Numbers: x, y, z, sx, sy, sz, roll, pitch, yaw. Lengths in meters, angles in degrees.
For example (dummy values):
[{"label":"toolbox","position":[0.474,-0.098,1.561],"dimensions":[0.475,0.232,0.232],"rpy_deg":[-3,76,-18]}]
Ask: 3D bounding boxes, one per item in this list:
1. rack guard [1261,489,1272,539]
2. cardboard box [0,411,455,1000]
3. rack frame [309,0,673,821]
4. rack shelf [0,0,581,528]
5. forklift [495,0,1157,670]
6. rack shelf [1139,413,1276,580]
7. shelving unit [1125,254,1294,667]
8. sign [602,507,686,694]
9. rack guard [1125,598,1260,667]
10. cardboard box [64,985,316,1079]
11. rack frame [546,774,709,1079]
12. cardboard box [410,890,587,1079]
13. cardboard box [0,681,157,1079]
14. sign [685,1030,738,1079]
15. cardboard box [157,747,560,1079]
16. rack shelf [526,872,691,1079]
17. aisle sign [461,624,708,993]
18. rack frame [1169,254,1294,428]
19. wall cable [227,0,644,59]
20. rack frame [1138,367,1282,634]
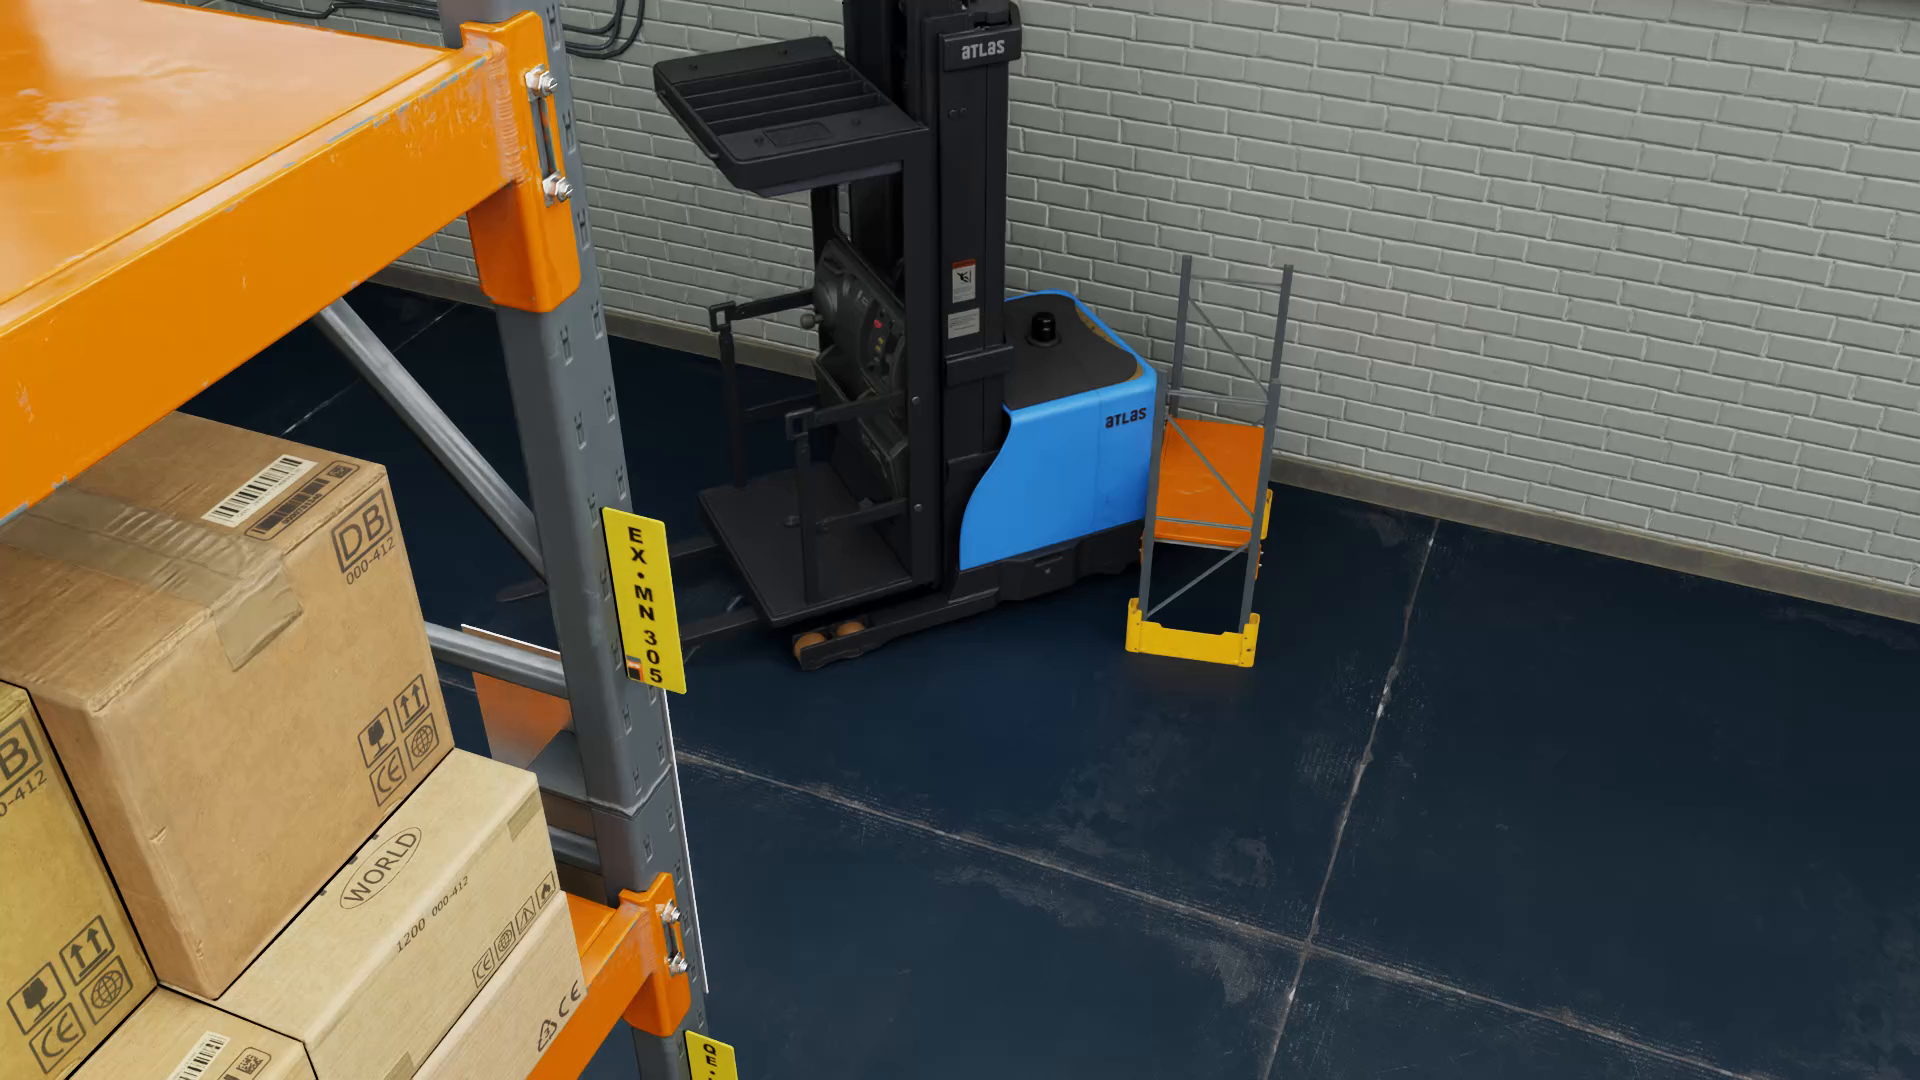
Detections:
[{"label":"rack guard","position":[1.259,-0.162,8.360],"dimensions":[0.587,0.250,0.087],"rpy_deg":[7,37,9]},{"label":"cardboard box","position":[-1.154,0.160,2.208],"dimensions":[0.700,0.500,0.500],"rpy_deg":[14,39,18]},{"label":"rack frame","position":[-0.973,-0.890,2.025],"dimensions":[1.000,3.000,0.127],"rpy_deg":[14,39,18]},{"label":"rack shelf","position":[-1.734,0.507,0.760],"dimensions":[1.077,0.370,4.000],"rpy_deg":[14,39,18]},{"label":"forklift","position":[-0.624,-0.947,7.170],"dimensions":[3.031,2.935,1.130],"rpy_deg":[-16,40,-20]},{"label":"rack shelf","position":[1.156,-0.222,7.696],"dimensions":[0.538,0.185,1.000],"rpy_deg":[7,37,9]},{"label":"shelving unit","position":[1.158,-0.371,7.595],"dimensions":[0.587,1.500,1.083],"rpy_deg":[7,37,9]},{"label":"sign","position":[-0.468,0.095,2.474],"dimensions":[0.100,0.325,0.005],"rpy_deg":[14,39,18]},{"label":"rack guard","position":[1.056,0.421,7.579],"dimensions":[0.587,0.250,0.087],"rpy_deg":[7,37,9]},{"label":"cardboard box","position":[-1.123,0.791,1.990],"dimensions":[0.500,0.250,0.500],"rpy_deg":[14,39,18]},{"label":"rack frame","position":[-0.973,1.513,3.821],"dimensions":[1.000,3.000,0.127],"rpy_deg":[14,39,18]},{"label":"cardboard box","position":[-0.925,0.717,2.507],"dimensions":[0.500,0.250,0.500],"rpy_deg":[14,39,18]},{"label":"cardboard box","position":[-1.422,0.417,1.864],"dimensions":[0.700,0.500,0.500],"rpy_deg":[14,39,18]},{"label":"sign","position":[-0.468,1.061,3.196],"dimensions":[0.100,0.325,0.005],"rpy_deg":[14,39,18]},{"label":"cardboard box","position":[-0.933,0.514,2.360],"dimensions":[0.500,0.250,0.500],"rpy_deg":[14,39,18]},{"label":"rack shelf","position":[-1.734,1.707,1.657],"dimensions":[1.077,0.370,4.000],"rpy_deg":[14,39,18]},{"label":"aisle sign","position":[-0.664,0.504,3.000],"dimensions":[0.394,0.787,0.004],"rpy_deg":[14,39,18]},{"label":"rack frame","position":[1.260,-0.664,7.987],"dimensions":[0.500,1.500,0.032],"rpy_deg":[7,37,9]},{"label":"wall cable","position":[-3.073,-3.822,8.542],"dimensions":[3.097,2.526,0.112],"rpy_deg":[14,39,18]},{"label":"rack frame","position":[1.052,-0.068,7.189],"dimensions":[0.500,1.500,0.032],"rpy_deg":[7,37,9]}]
